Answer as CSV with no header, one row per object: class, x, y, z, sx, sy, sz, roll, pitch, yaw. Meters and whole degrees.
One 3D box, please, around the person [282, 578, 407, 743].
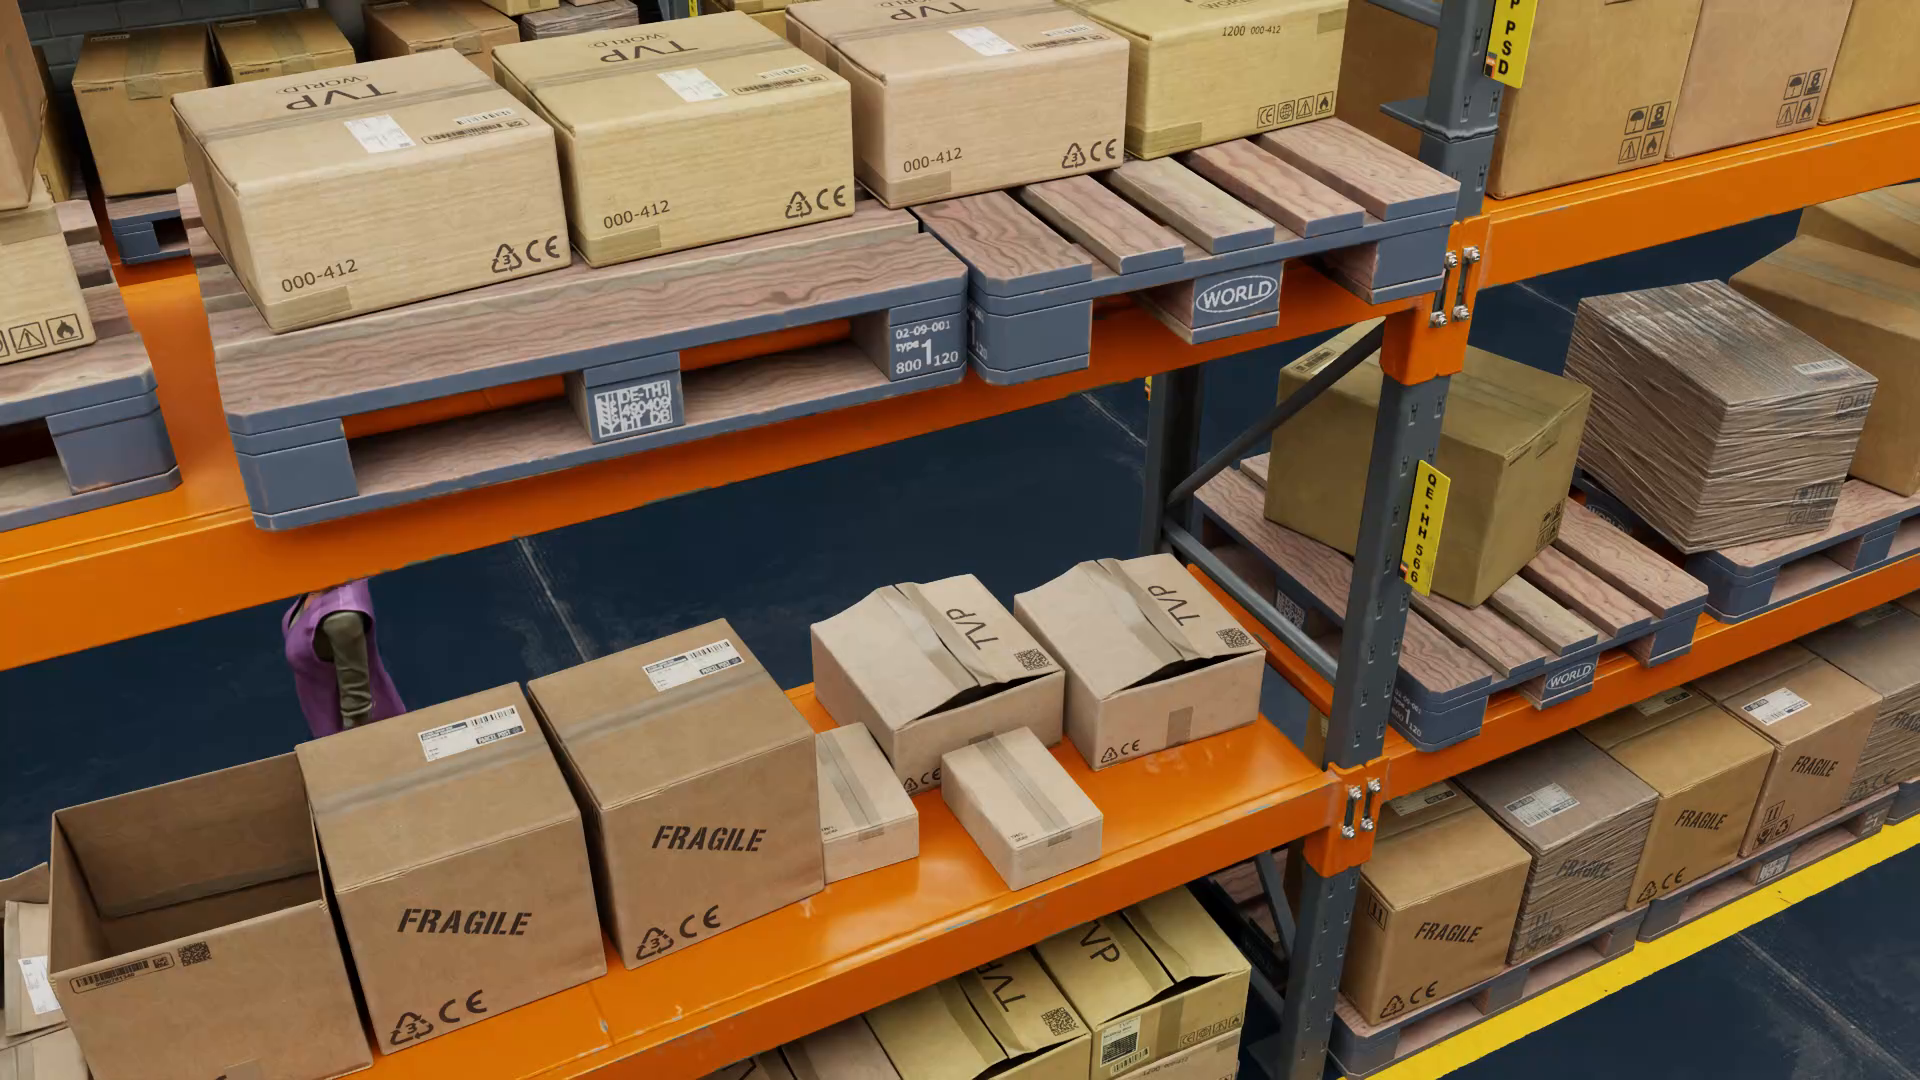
person,-1.905,0.587,5.220,0.435,1.587,0.448,-14,36,-20
